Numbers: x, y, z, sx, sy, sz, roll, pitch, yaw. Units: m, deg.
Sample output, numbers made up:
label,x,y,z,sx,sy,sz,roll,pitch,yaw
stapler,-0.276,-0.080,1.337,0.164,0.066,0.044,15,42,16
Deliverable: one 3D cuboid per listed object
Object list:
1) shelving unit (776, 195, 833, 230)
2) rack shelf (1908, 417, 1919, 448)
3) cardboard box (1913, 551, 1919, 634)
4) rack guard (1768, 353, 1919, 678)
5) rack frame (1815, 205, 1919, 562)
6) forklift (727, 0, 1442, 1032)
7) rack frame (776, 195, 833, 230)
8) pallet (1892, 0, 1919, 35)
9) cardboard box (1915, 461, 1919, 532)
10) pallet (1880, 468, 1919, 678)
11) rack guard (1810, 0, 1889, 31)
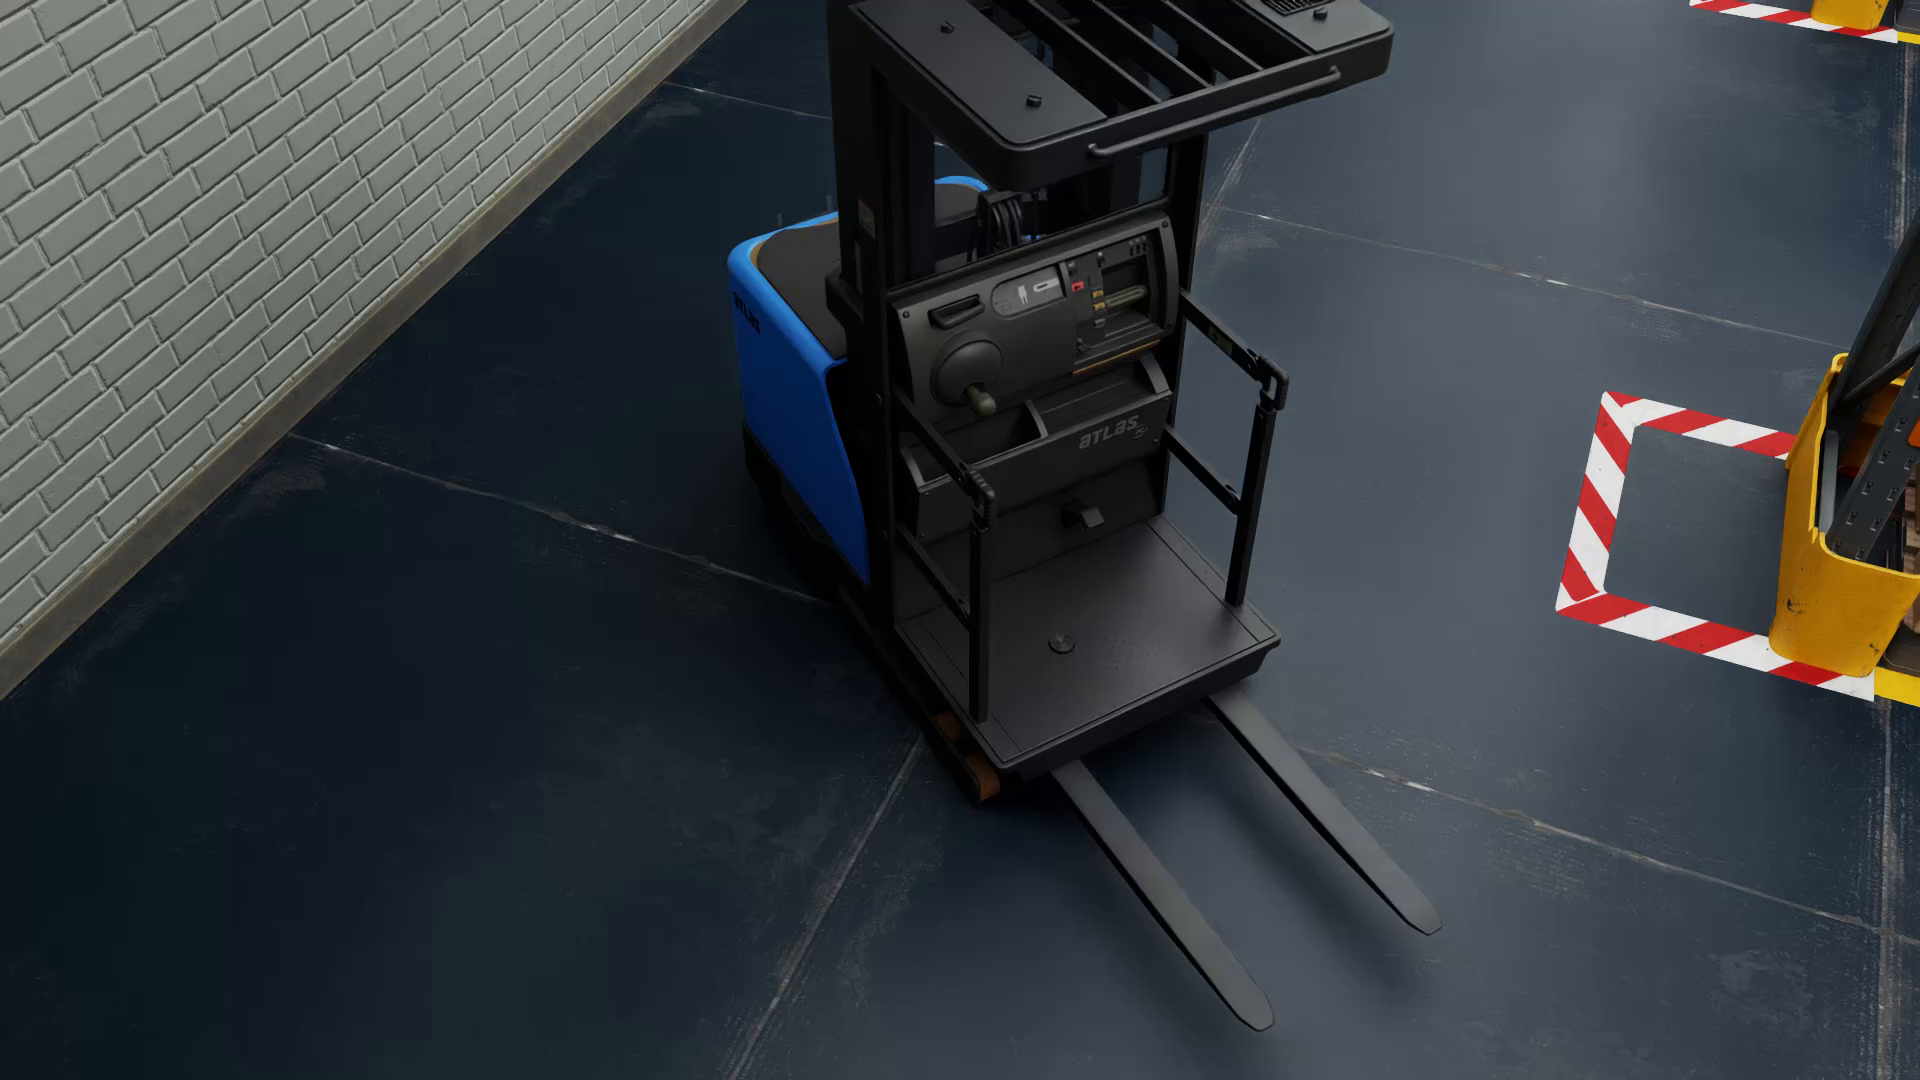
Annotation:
label,x,y,z,sx,sy,sz,roll,pitch,yaw
shelving unit,-0.506,-0.864,6.469,0.258,0.900,0.210,-26,46,-24
rack shelf,5.000,-0.220,4.855,4.000,0.370,1.077,16,47,16
cardboard box,3.408,0.174,5.658,0.250,0.149,0.380,16,47,16
rack guard,3.224,-0.112,6.008,0.348,0.500,1.175,16,47,16
rack frame,3.154,-1.018,5.147,0.127,3.000,1.000,16,47,16
forklift,0.351,-0.569,4.744,1.130,2.935,3.031,-22,49,-21
rack frame,-0.565,-0.916,6.534,0.240,0.900,0.006,-26,46,-24
pallet,5.810,-3.004,9.120,1.213,0.211,1.003,16,47,16
cardboard box,3.750,-0.301,5.886,0.500,0.500,0.500,16,47,16
pallet,3.960,0.207,5.893,1.213,0.211,1.003,16,47,16
rack guard,5.037,-3.354,9.266,0.348,0.500,1.175,16,47,16
